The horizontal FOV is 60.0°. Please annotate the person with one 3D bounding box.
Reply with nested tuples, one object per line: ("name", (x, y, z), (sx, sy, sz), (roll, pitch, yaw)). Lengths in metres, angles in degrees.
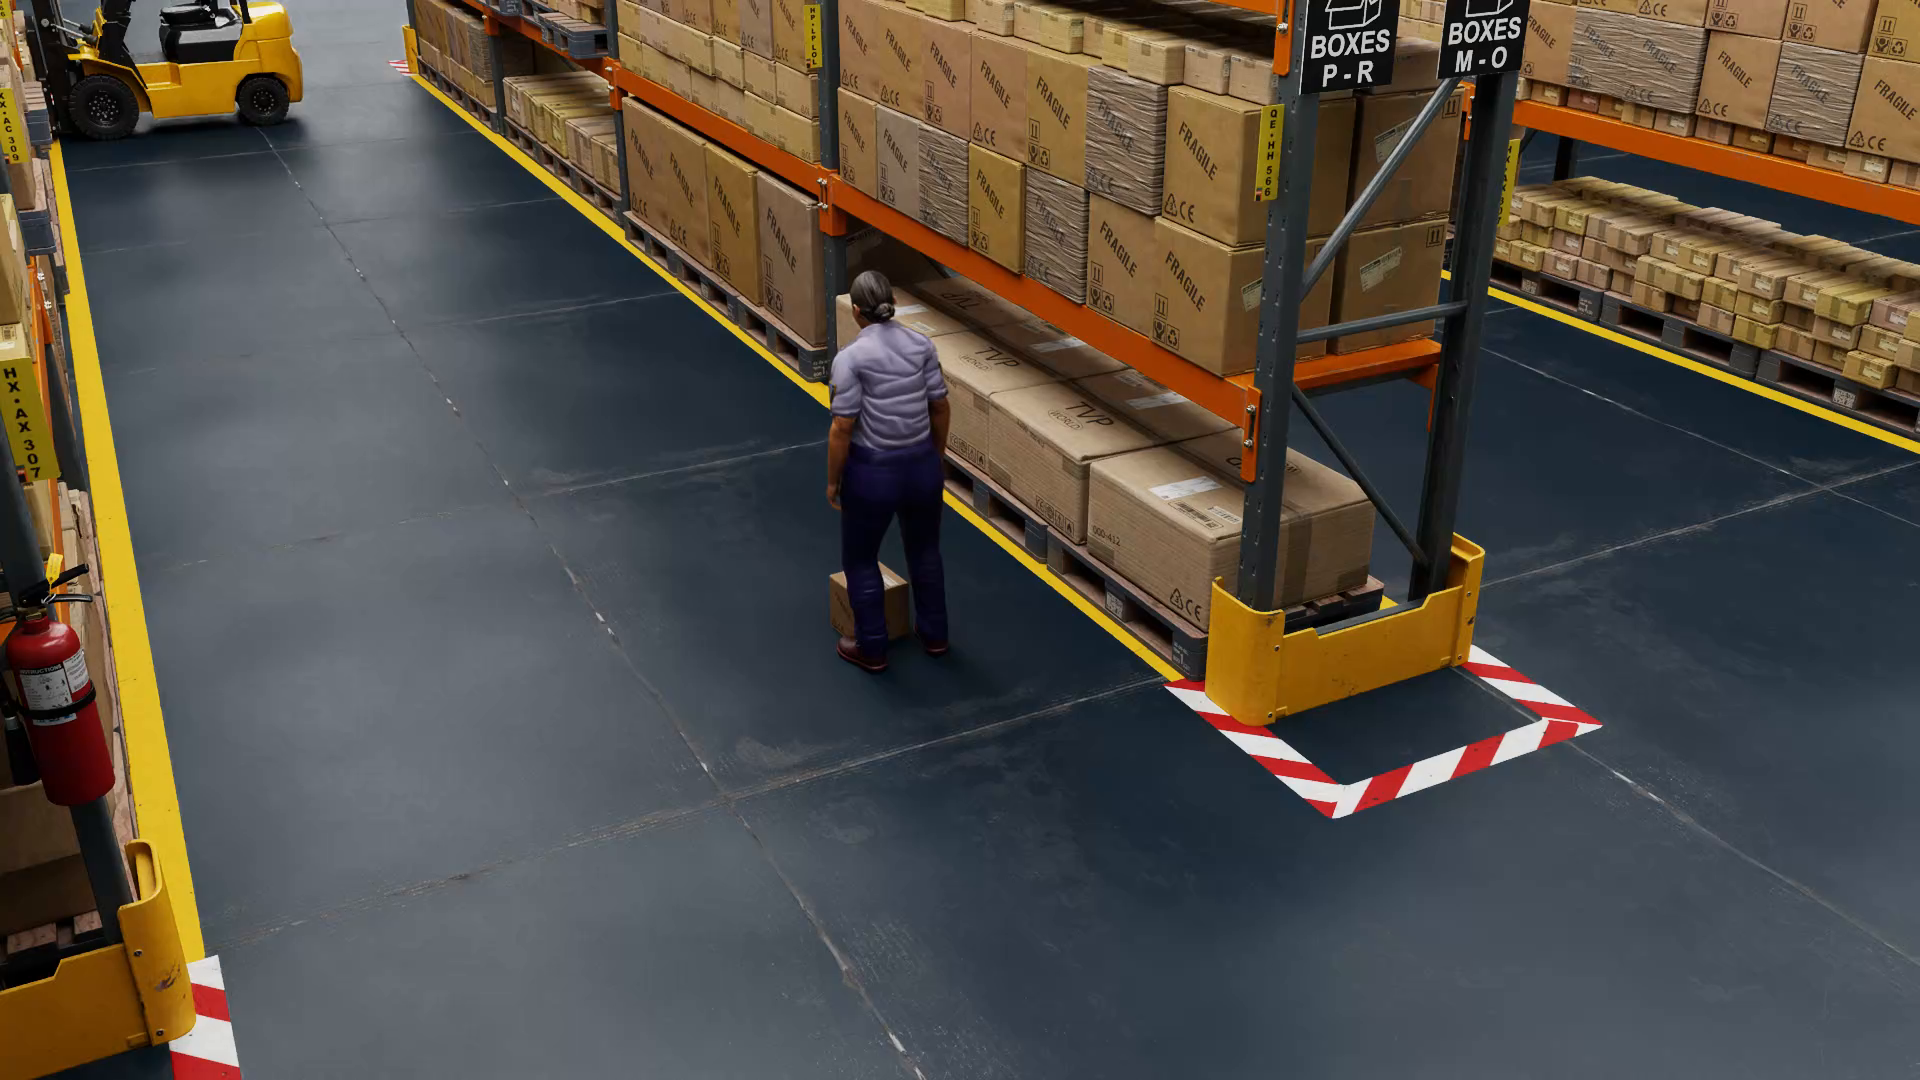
("person", (-0.277, -0.260, 6.661), (0.547, 1.651, 0.367), (-13, 29, -26))
